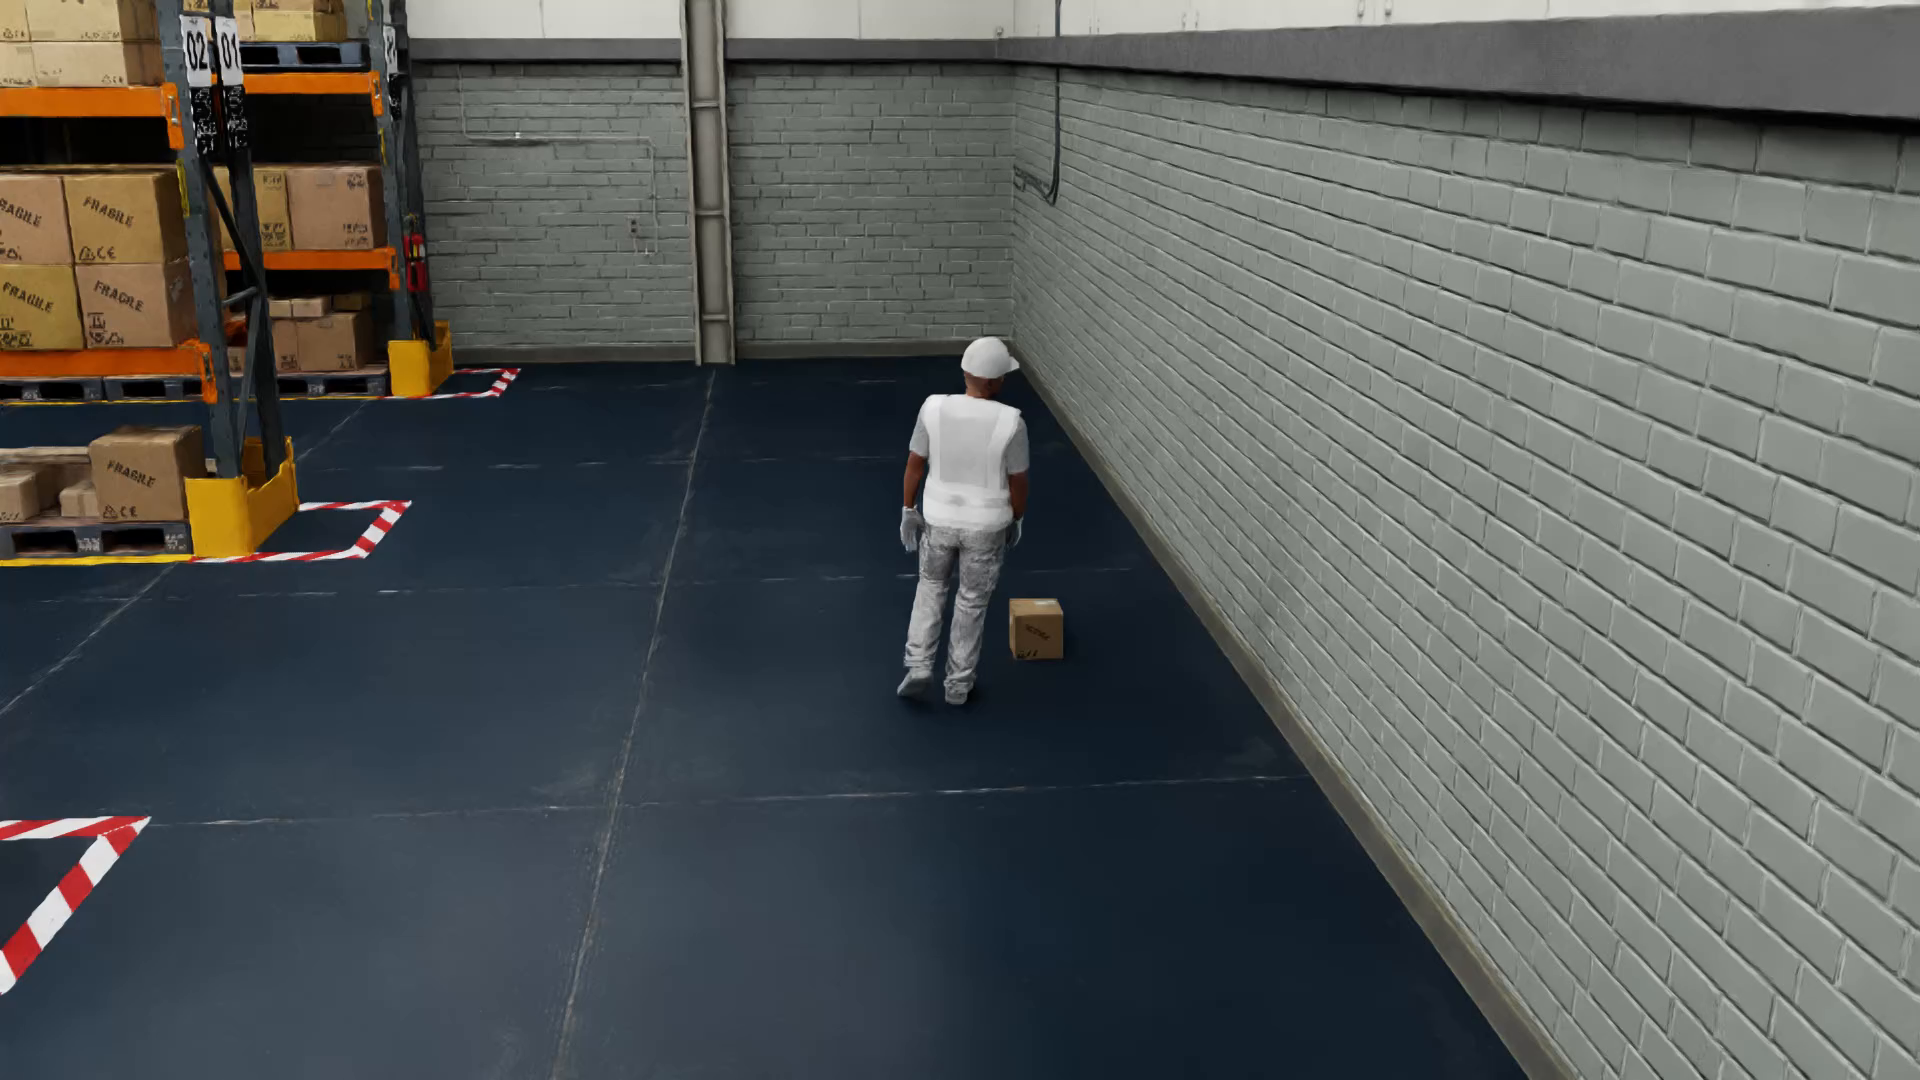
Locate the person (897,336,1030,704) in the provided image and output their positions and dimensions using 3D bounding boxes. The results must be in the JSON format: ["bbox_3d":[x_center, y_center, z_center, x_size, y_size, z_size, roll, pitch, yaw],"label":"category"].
[{"bbox_3d":[0.024,-0.081,7.767,0.625,1.776,0.456,4,17,14],"label":"person"}]
